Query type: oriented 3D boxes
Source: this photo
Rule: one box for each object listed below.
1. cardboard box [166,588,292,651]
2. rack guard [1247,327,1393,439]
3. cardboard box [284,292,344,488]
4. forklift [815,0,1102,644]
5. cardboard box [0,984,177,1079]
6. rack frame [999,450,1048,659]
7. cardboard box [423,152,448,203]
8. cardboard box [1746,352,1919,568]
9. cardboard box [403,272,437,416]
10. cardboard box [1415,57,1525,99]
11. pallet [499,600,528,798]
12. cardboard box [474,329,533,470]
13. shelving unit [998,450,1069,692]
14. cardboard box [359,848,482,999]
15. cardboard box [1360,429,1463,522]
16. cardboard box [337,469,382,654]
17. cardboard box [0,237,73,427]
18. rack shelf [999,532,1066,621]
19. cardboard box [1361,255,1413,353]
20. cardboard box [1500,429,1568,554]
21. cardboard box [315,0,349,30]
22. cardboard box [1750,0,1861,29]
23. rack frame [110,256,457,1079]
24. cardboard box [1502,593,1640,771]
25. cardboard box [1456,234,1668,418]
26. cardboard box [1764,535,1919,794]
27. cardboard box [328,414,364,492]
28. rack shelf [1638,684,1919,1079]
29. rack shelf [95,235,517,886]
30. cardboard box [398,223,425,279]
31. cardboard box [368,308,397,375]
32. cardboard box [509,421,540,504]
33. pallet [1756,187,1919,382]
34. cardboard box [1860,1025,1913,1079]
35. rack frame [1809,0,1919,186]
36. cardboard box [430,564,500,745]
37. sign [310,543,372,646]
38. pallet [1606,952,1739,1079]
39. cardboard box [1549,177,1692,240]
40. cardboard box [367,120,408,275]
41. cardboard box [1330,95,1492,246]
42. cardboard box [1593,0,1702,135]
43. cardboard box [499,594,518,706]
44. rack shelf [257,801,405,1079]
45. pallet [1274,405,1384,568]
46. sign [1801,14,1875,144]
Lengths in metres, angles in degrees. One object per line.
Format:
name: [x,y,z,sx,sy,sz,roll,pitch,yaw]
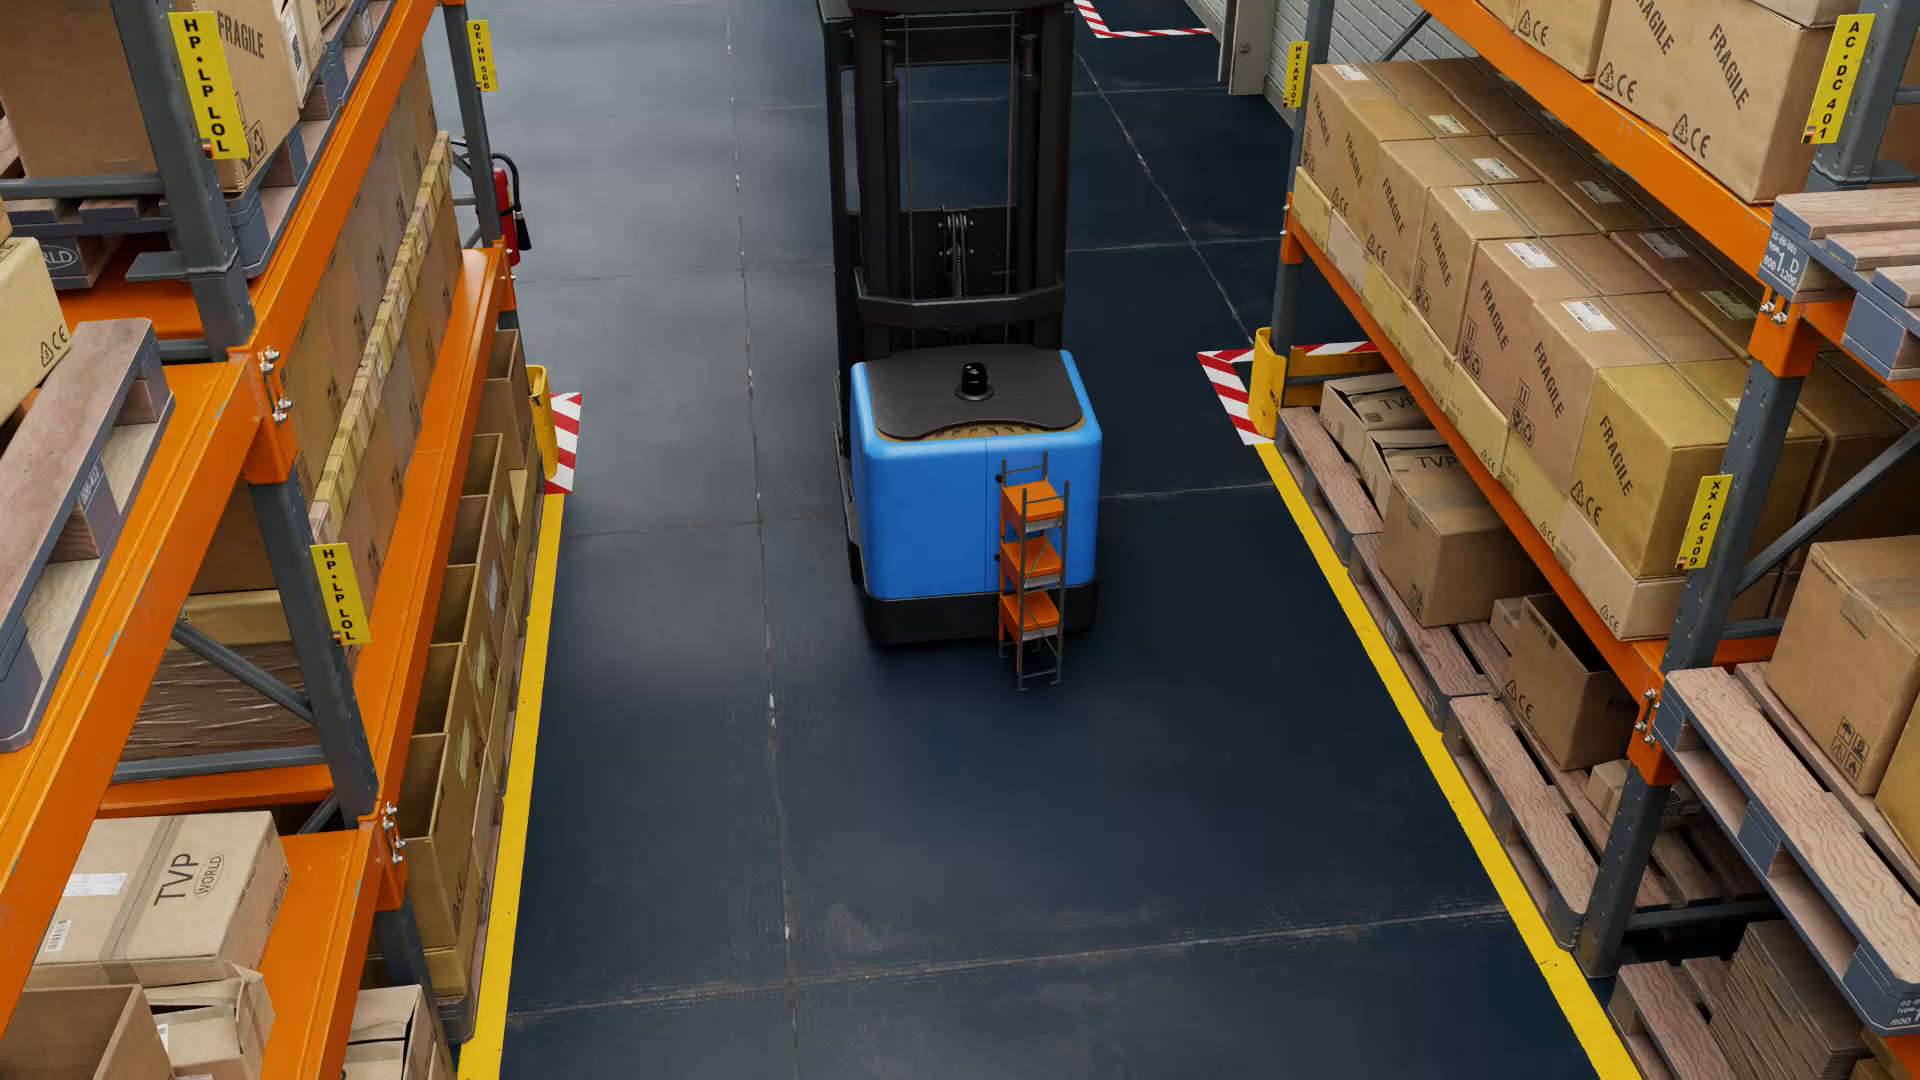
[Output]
cardboard box: [-2.025,0.165,4.679,0.380,0.149,0.250,-4,35,-6]
rack guard: [2.199,-0.895,9.119,1.175,0.500,0.348,-4,35,-6]
cardboard box: [-2.316,-0.467,5.031,0.700,0.500,0.500,-4,35,-6]
forklift: [-0.081,-1.563,7.941,1.130,2.935,3.031,-4,34,-6]
cardboard box: [-2.023,1.322,3.558,0.500,0.500,0.500,-2,34,-3]
rack frame: [0.270,0.080,7.201,0.200,1.050,0.008,-11,36,-15]
cardboard box: [-2.442,-1.558,7.207,0.380,0.149,0.250,-4,34,-5]
cardboard box: [2.871,-0.272,5.436,0.500,0.500,0.500,-5,35,-7]
cardboard box: [-2.532,-0.803,6.675,0.700,0.500,0.500,-4,34,-6]
cardboard box: [2.463,-1.979,7.941,0.500,0.500,0.500,-5,35,-7]
pallet: [-2.414,0.662,7.091,1.003,0.211,1.213,-4,35,-6]
cardboard box: [-2.352,-0.663,7.963,0.500,0.500,0.500,-4,35,-6]
shelving unit: [0.308,0.145,7.105,0.215,1.050,0.252,-11,36,-15]
cardboard box: [-1.943,1.320,5.718,0.500,0.250,0.500,-4,35,-6]
cardboard box: [2.270,-0.330,8.067,0.500,0.311,0.500,-2,34,-2]
cardboard box: [-2.324,0.057,5.414,0.700,0.500,0.500,-5,35,-7]
cardboard box: [-2.108,-0.367,3.222,0.500,0.250,0.500,-1,34,-1]
rack shelf: [0.308,0.154,7.111,0.215,0.259,0.240,-11,36,-15]
cardboard box: [2.087,-1.047,7.238,0.500,0.250,0.500,-5,35,-7]
cardboard box: [2.304,-0.204,6.002,0.500,0.250,0.500,-4,35,-6]
cardboard box: [-2.277,-1.803,4.980,0.797,0.503,0.637,-1,34,-1]
cardboard box: [2.391,-1.699,4.422,0.500,0.500,0.500,-7,35,-10]
rack frame: [-2.181,0.639,4.649,1.000,3.000,0.127,-4,35,-6]
cardboard box: [2.548,0.537,6.628,0.500,0.500,0.500,-7,35,-10]
cardboard box: [2.227,-0.795,6.202,0.500,0.500,0.500,-5,35,-8]
cardboard box: [2.762,0.325,4.630,0.700,0.500,0.500,-4,35,-6]
cardboard box: [-2.132,-0.265,5.310,0.380,0.149,0.250,-5,35,-7]
rack shelf: [2.996,1.675,3.767,1.077,0.370,4.000,-4,35,-6]
rack shelf: [-2.450,-0.180,6.489,1.077,0.370,4.000,-4,35,-6]
cardboard box: [-2.340,-1.128,6.577,0.380,0.149,0.250,-3,34,-5]
cardboard box: [-2.237,-0.699,5.947,0.380,0.149,0.250,-5,35,-7]
cardboard box: [-2.354,-0.353,8.174,0.500,0.250,0.500,-4,35,-6]
pallet: [2.705,-0.547,3.893,1.213,0.211,1.003,-4,35,-6]
cardboard box: [2.905,1.458,4.610,0.500,0.250,0.500,-5,35,-7]
rack frame: [2.727,-2.217,3.513,1.000,3.000,0.127,-4,35,-6]
cardboard box: [-2.068,0.451,6.327,0.500,0.500,0.500,-4,35,-6]
sign: [-1.645,0.147,4.413,0.100,0.325,0.005,-4,35,-6]
pallet: [2.833,1.849,5.350,1.003,0.211,1.213,-4,35,-6]
cardboard box: [2.663,-1.129,6.692,0.500,0.500,0.500,-4,34,-6]
cardboard box: [-2.517,-1.305,6.261,0.700,0.500,0.500,-4,35,-6]
cardboard box: [2.012,-1.661,7.473,0.500,0.500,0.500,-4,35,-6]
cardboard box: [2.359,-1.574,5.125,0.500,0.500,0.500,-7,35,-10]
cardboard box: [-2.140,0.483,6.947,0.500,0.250,0.500,-4,35,-6]
rack shelf: [-1.912,2.052,3.213,1.077,0.370,4.000,-4,35,-6]
pallet: [2.274,-0.320,8.531,1.003,0.211,1.213,-4,35,-6]
sign: [2.191,-1.146,4.145,0.100,0.325,0.005,-4,35,-6]
